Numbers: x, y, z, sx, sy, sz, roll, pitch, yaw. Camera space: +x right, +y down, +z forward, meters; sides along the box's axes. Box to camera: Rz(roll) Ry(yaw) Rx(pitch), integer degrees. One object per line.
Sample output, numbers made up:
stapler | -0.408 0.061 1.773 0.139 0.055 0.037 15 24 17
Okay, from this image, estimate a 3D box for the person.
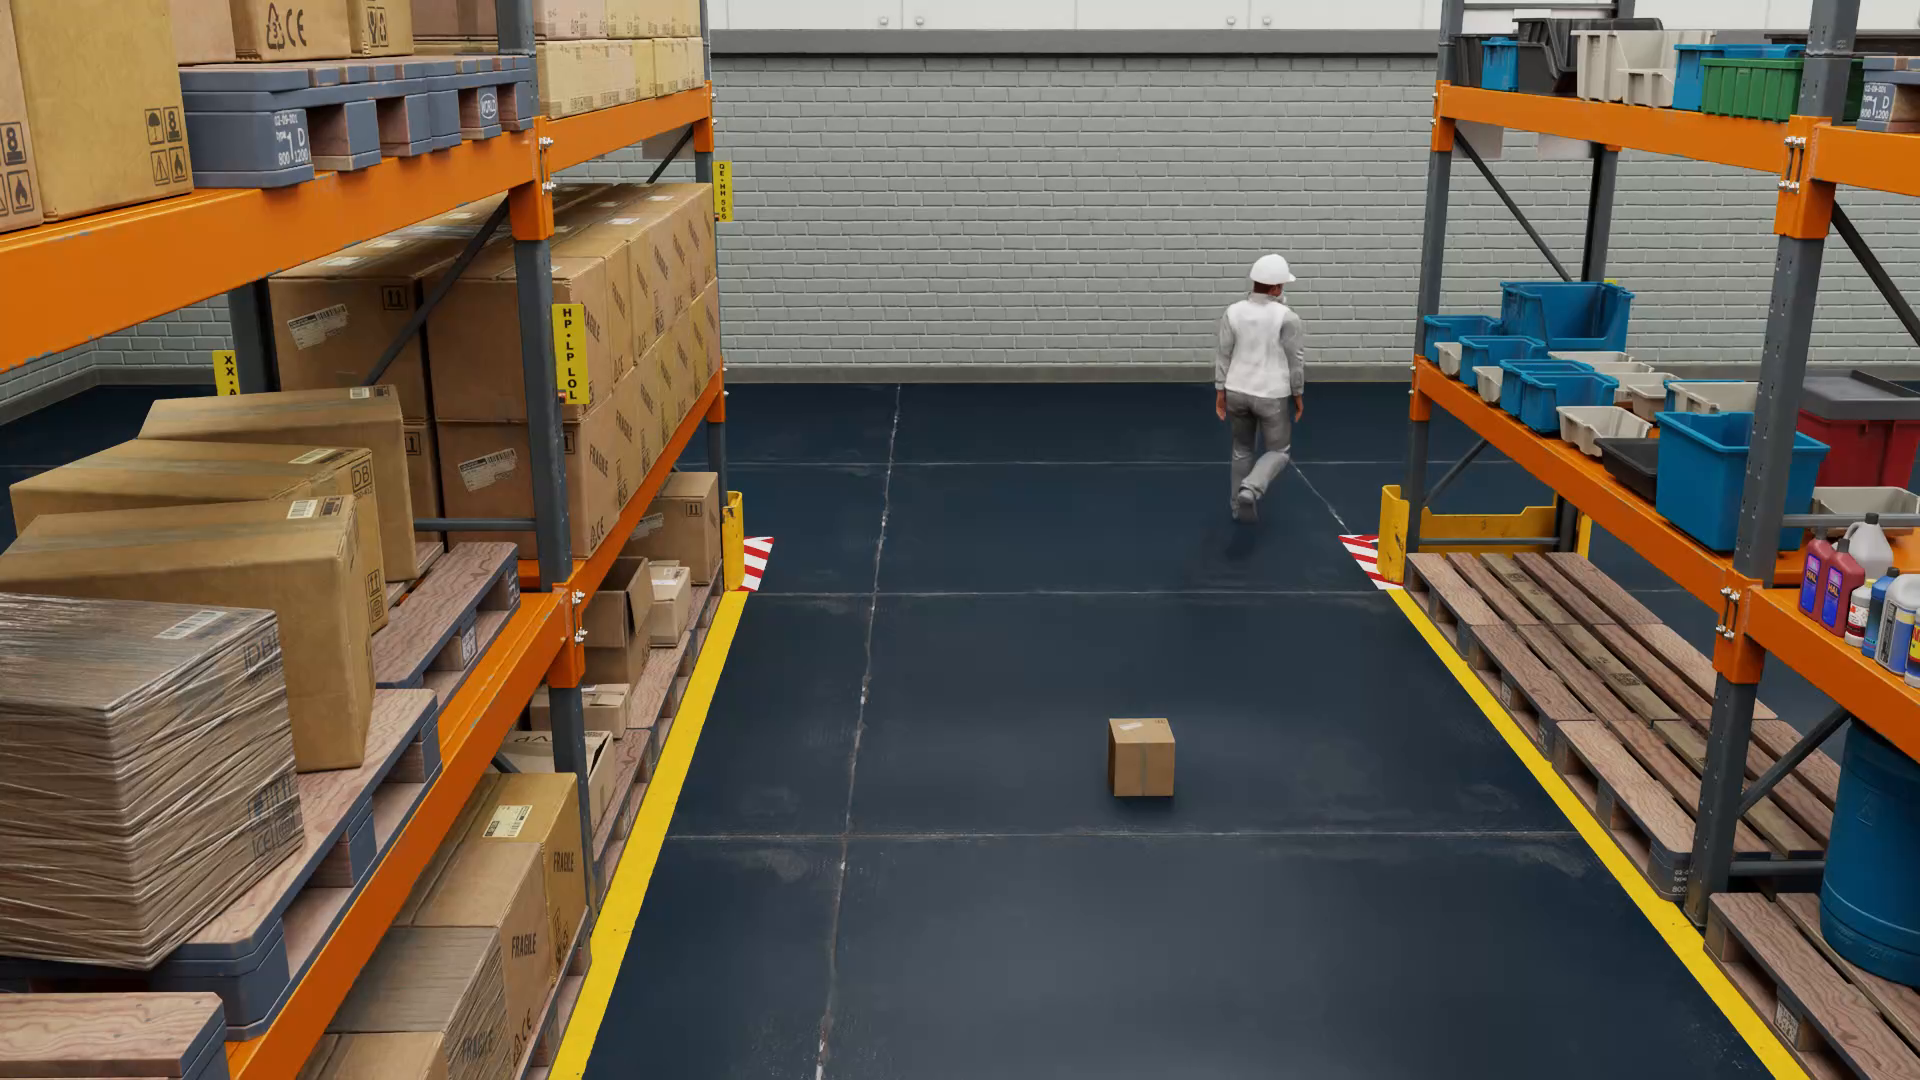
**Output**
person | 1.887 -0.929 10.496 0.555 1.745 0.743 10 20 29
